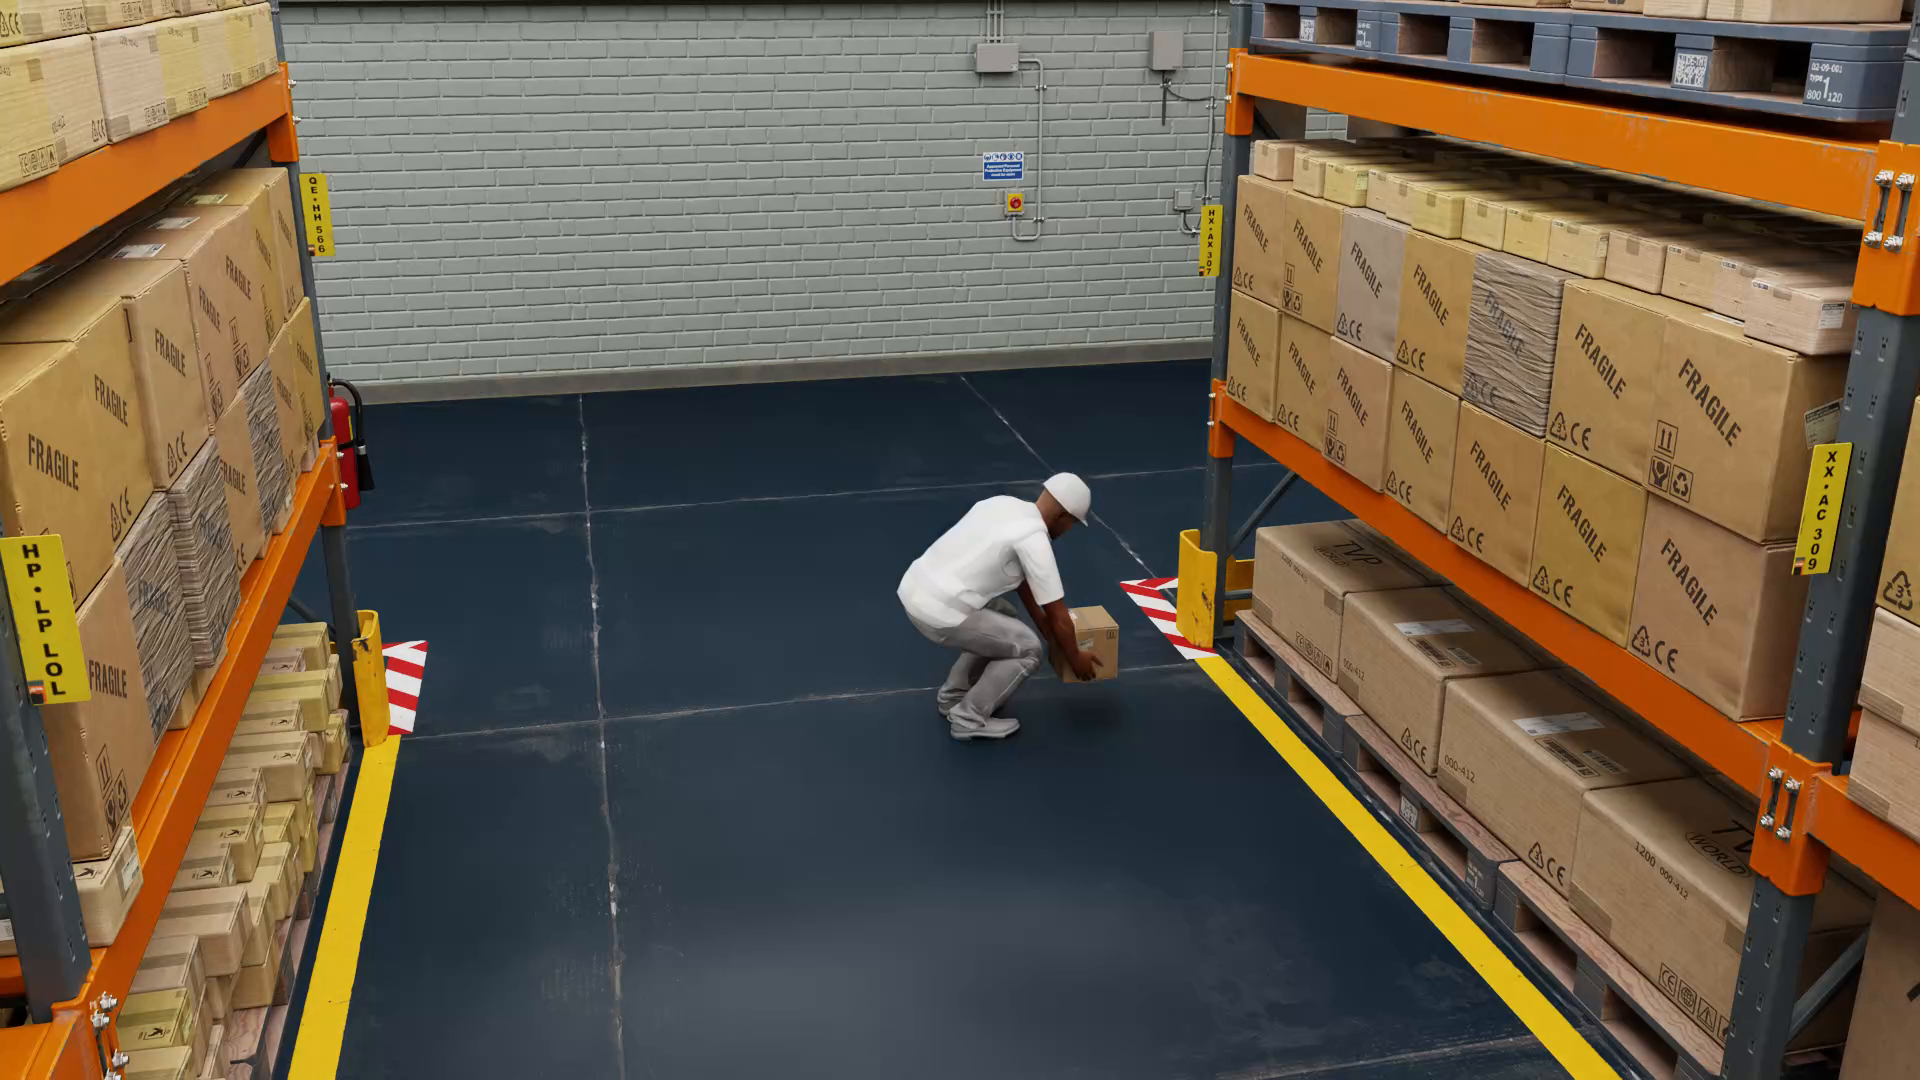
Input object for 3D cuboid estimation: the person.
[{"bbox_3d":[0.156,0.264,7.276,0.860,1.111,0.603,-5,20,-13],"label":"person"}]
